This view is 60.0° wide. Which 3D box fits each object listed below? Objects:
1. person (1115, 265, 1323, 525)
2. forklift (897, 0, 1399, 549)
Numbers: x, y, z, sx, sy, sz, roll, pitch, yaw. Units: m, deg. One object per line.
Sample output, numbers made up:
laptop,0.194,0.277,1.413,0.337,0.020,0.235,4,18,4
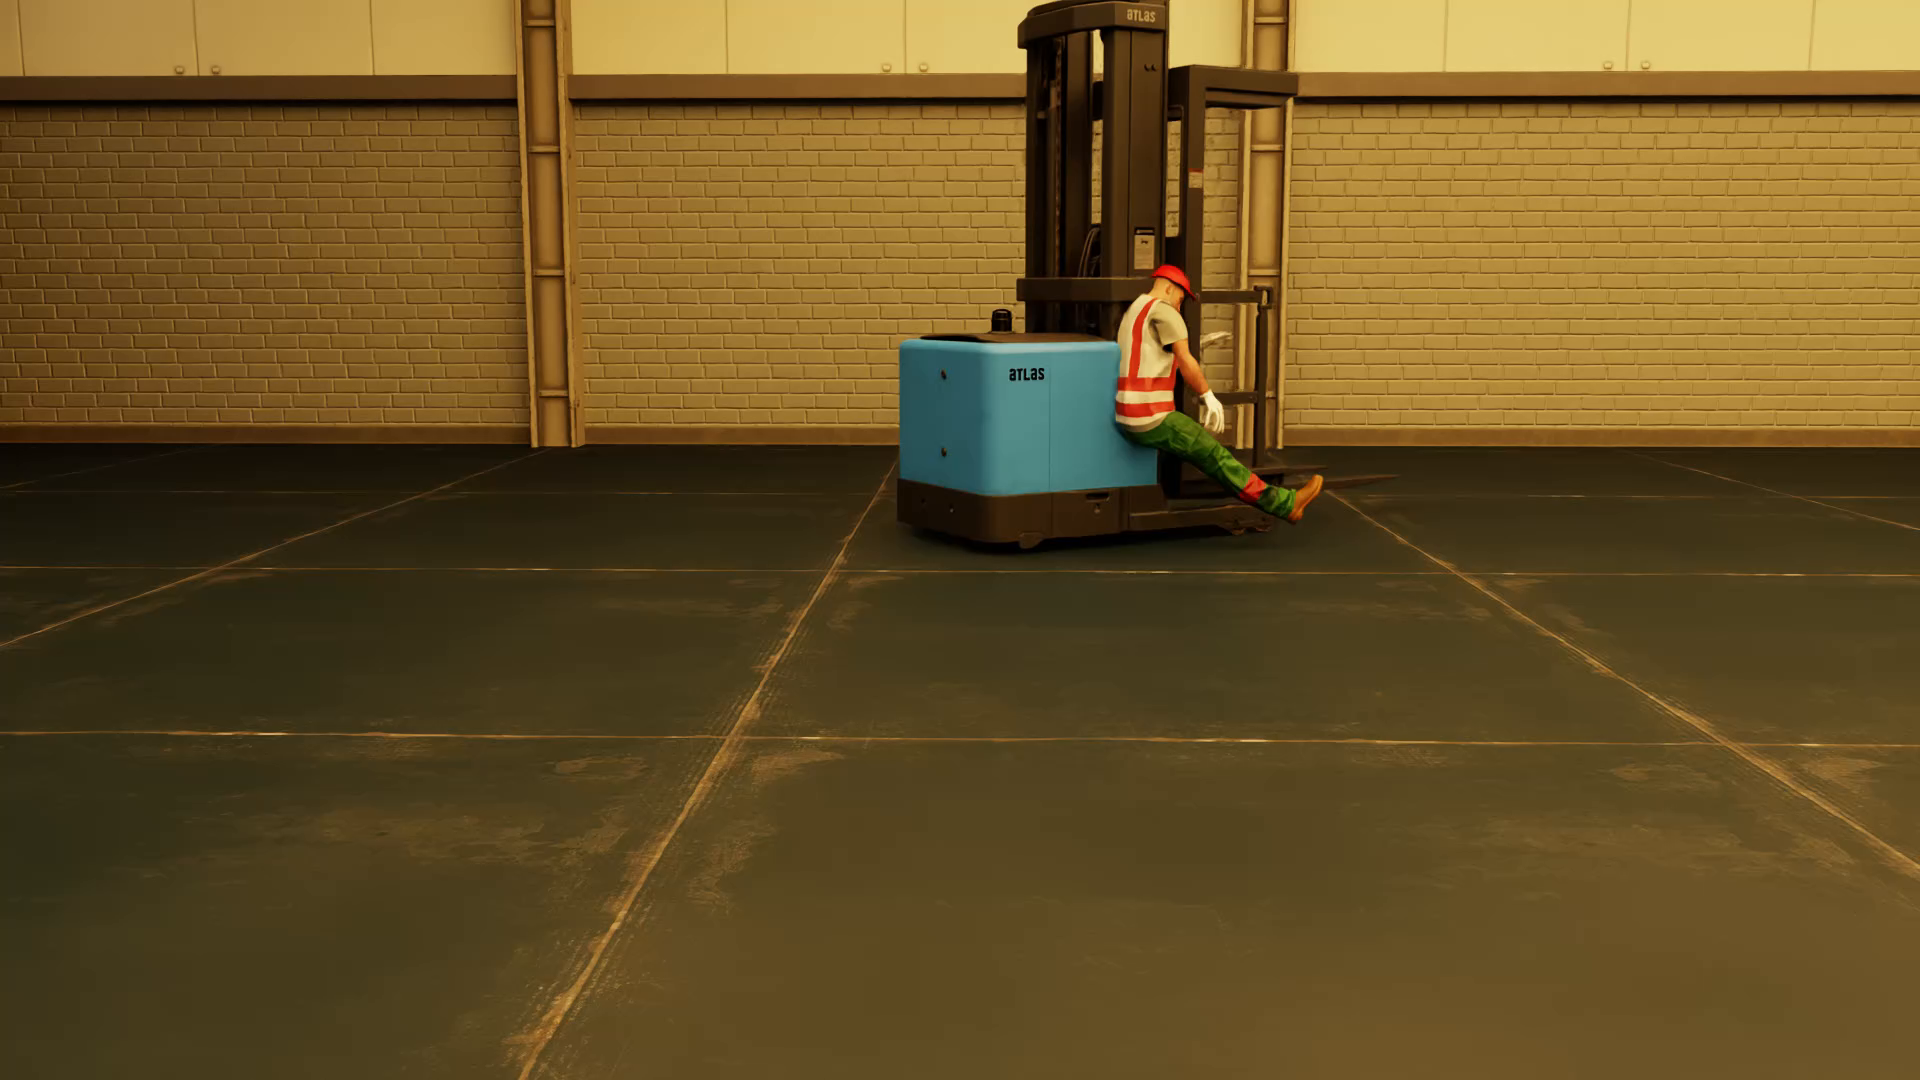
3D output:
person,1.235,-0.787,8.914,1.172,1.354,1.036,-2,9,-16
forklift,1.182,-1.541,9.382,3.031,2.935,1.130,-5,10,-30
